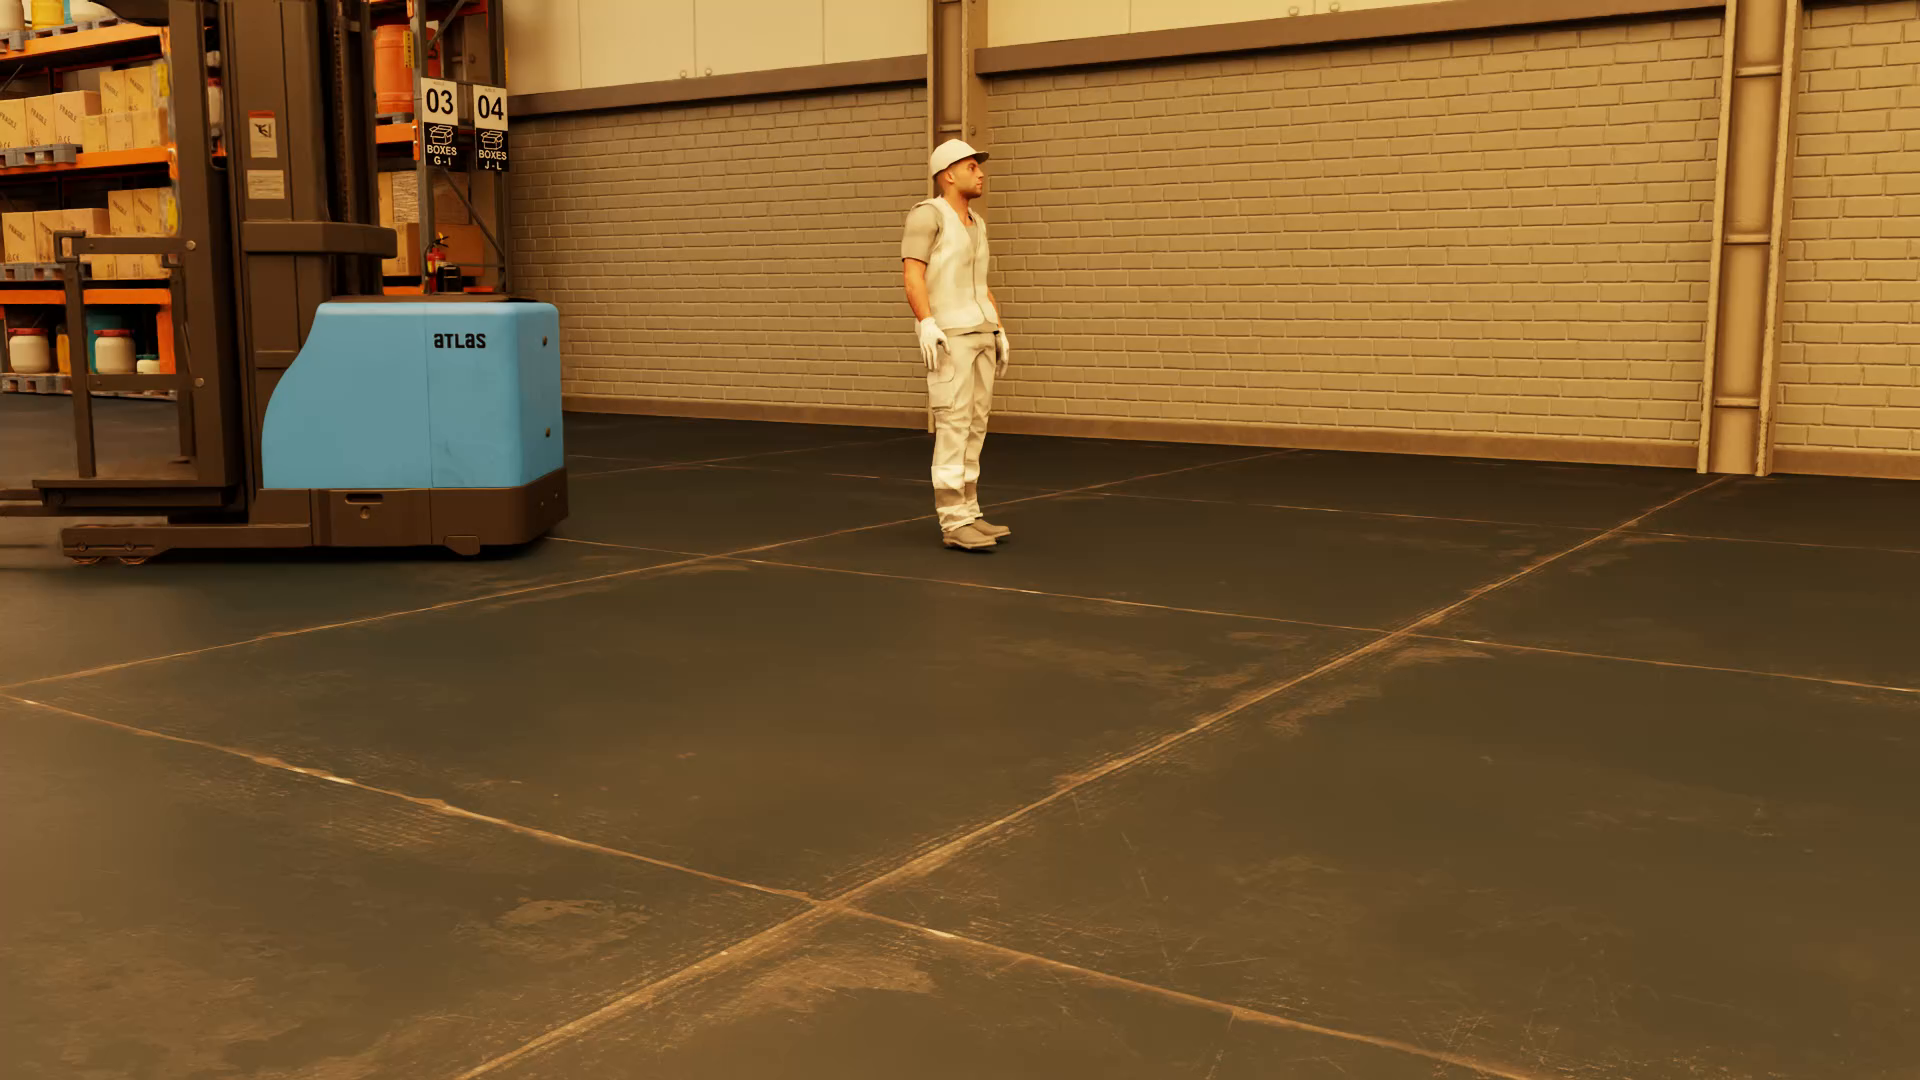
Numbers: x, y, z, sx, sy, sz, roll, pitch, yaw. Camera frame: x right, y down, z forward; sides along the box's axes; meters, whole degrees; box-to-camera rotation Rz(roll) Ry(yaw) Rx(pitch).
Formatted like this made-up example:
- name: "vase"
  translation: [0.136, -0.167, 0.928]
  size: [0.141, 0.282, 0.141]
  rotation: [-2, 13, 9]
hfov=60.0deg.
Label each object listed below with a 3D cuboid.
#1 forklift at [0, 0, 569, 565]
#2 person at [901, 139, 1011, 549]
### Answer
- name: "forklift"
  translation: [-3.353, -1.424, 7.206]
  size: [3.031, 2.935, 1.130]
  rotation: [0, 8, -2]
- name: "person"
  translation: [0.060, -0.885, 7.423]
  size: [0.564, 1.787, 0.638]
  rotation: [5, 10, 34]
